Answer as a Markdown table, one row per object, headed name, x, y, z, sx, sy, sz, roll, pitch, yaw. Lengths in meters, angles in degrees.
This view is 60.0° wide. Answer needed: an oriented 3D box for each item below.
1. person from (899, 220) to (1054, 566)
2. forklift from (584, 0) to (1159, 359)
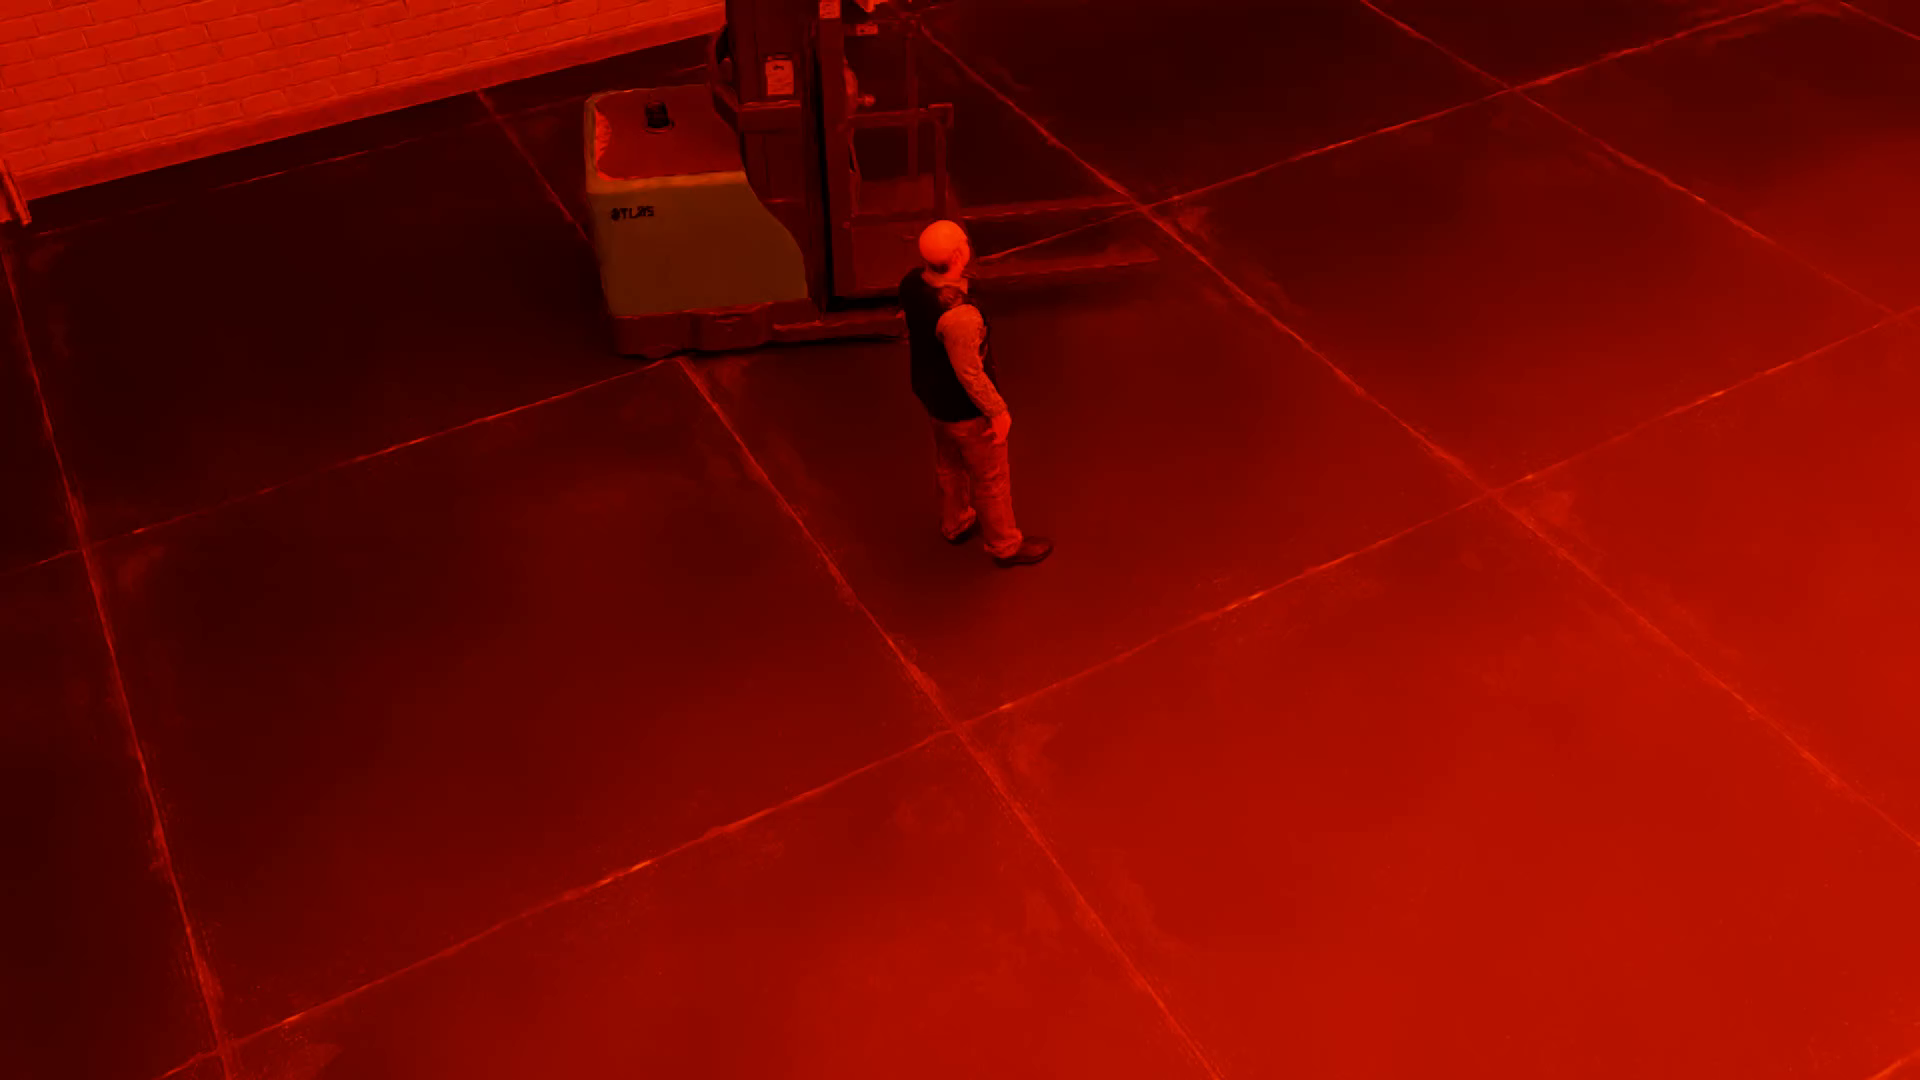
| name | x | y | z | sx | sy | sz | roll | pitch | yaw |
| --- | --- | --- | --- | --- | --- | --- | --- | --- | --- |
| person | 0.058 | -0.653 | 7.281 | 0.567 | 1.720 | 0.632 | -21 | 47 | -21 |
| forklift | -0.445 | -2.518 | 8.413 | 3.031 | 2.935 | 1.130 | -7 | 43 | -7 |
